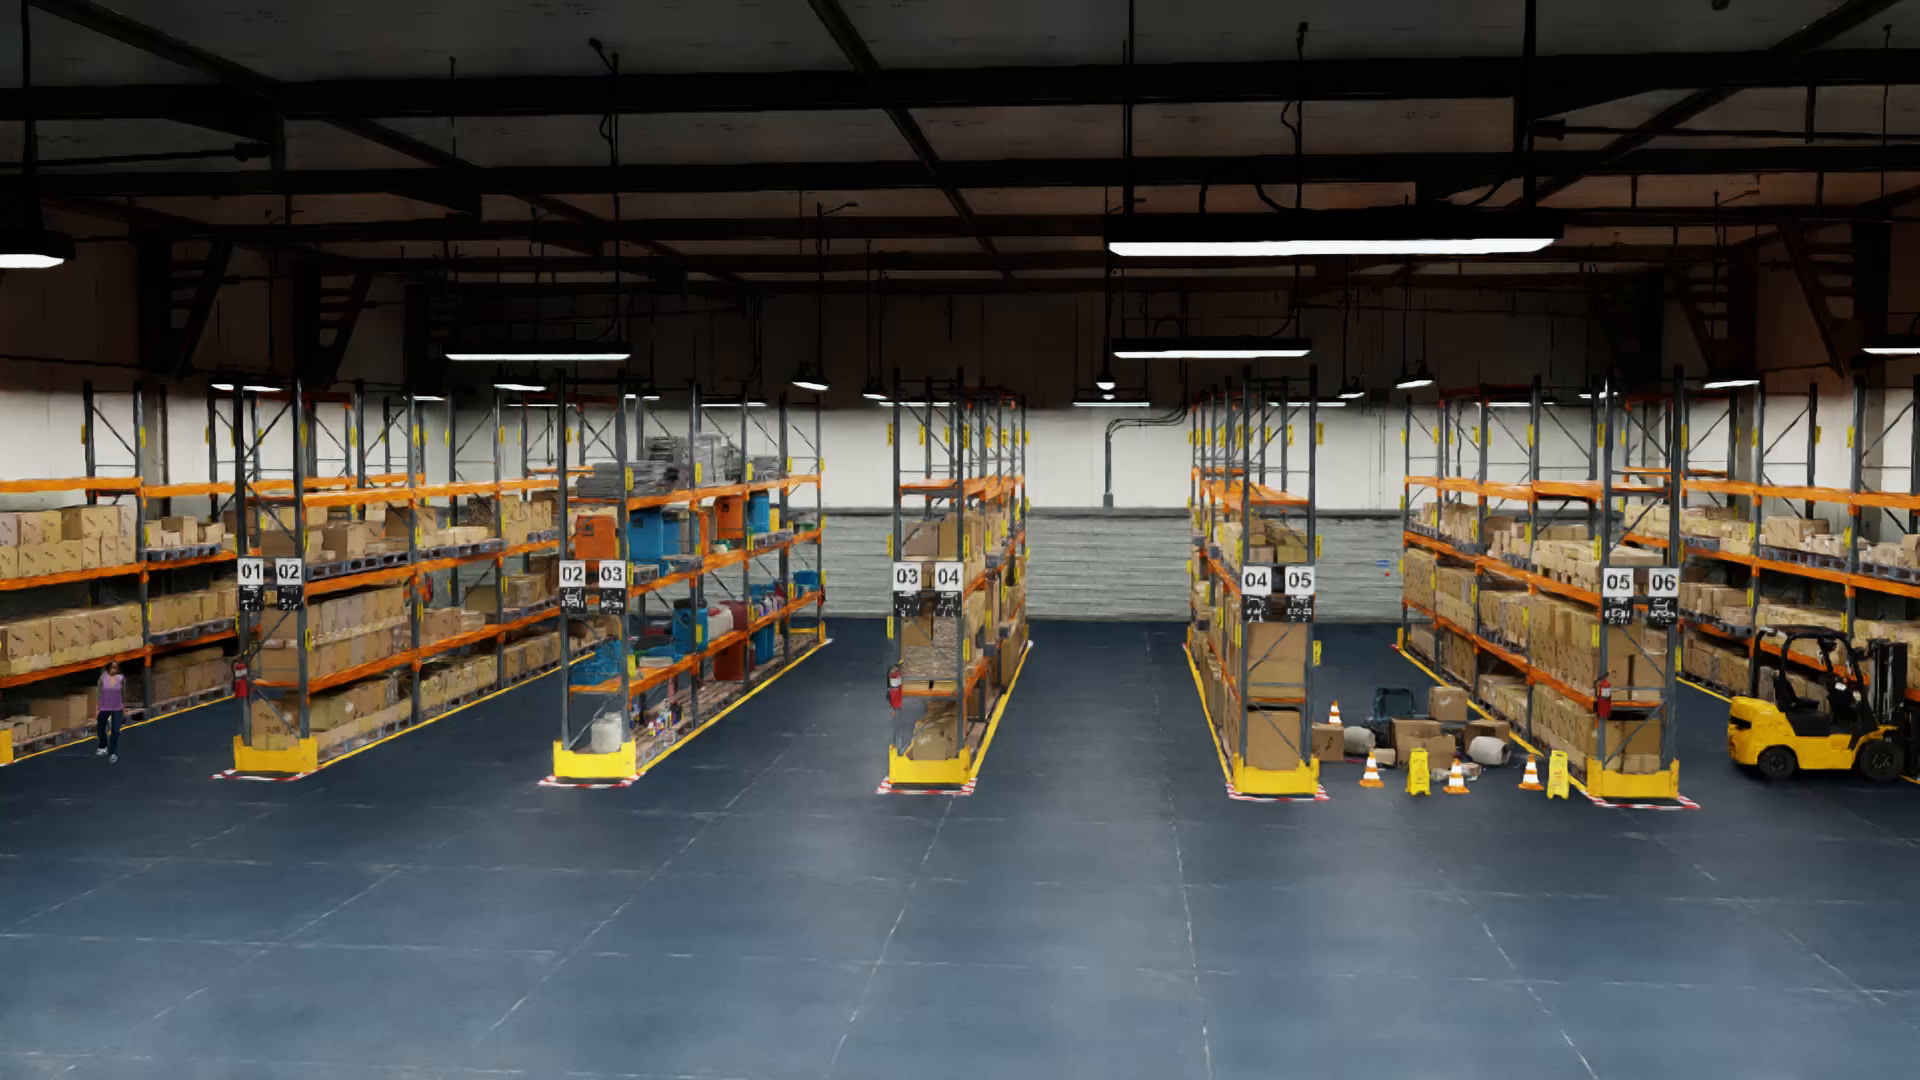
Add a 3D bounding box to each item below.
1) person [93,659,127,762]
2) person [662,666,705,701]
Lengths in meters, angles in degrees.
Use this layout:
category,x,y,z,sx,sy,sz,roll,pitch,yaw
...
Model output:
category,x,y,z,sx,sy,sz,roll,pitch,yaw
person,-13.133,2.635,25.680,0.476,1.553,0.498,-2,4,-32
person,-5.176,2.235,31.315,0.495,1.629,0.965,2,4,27
